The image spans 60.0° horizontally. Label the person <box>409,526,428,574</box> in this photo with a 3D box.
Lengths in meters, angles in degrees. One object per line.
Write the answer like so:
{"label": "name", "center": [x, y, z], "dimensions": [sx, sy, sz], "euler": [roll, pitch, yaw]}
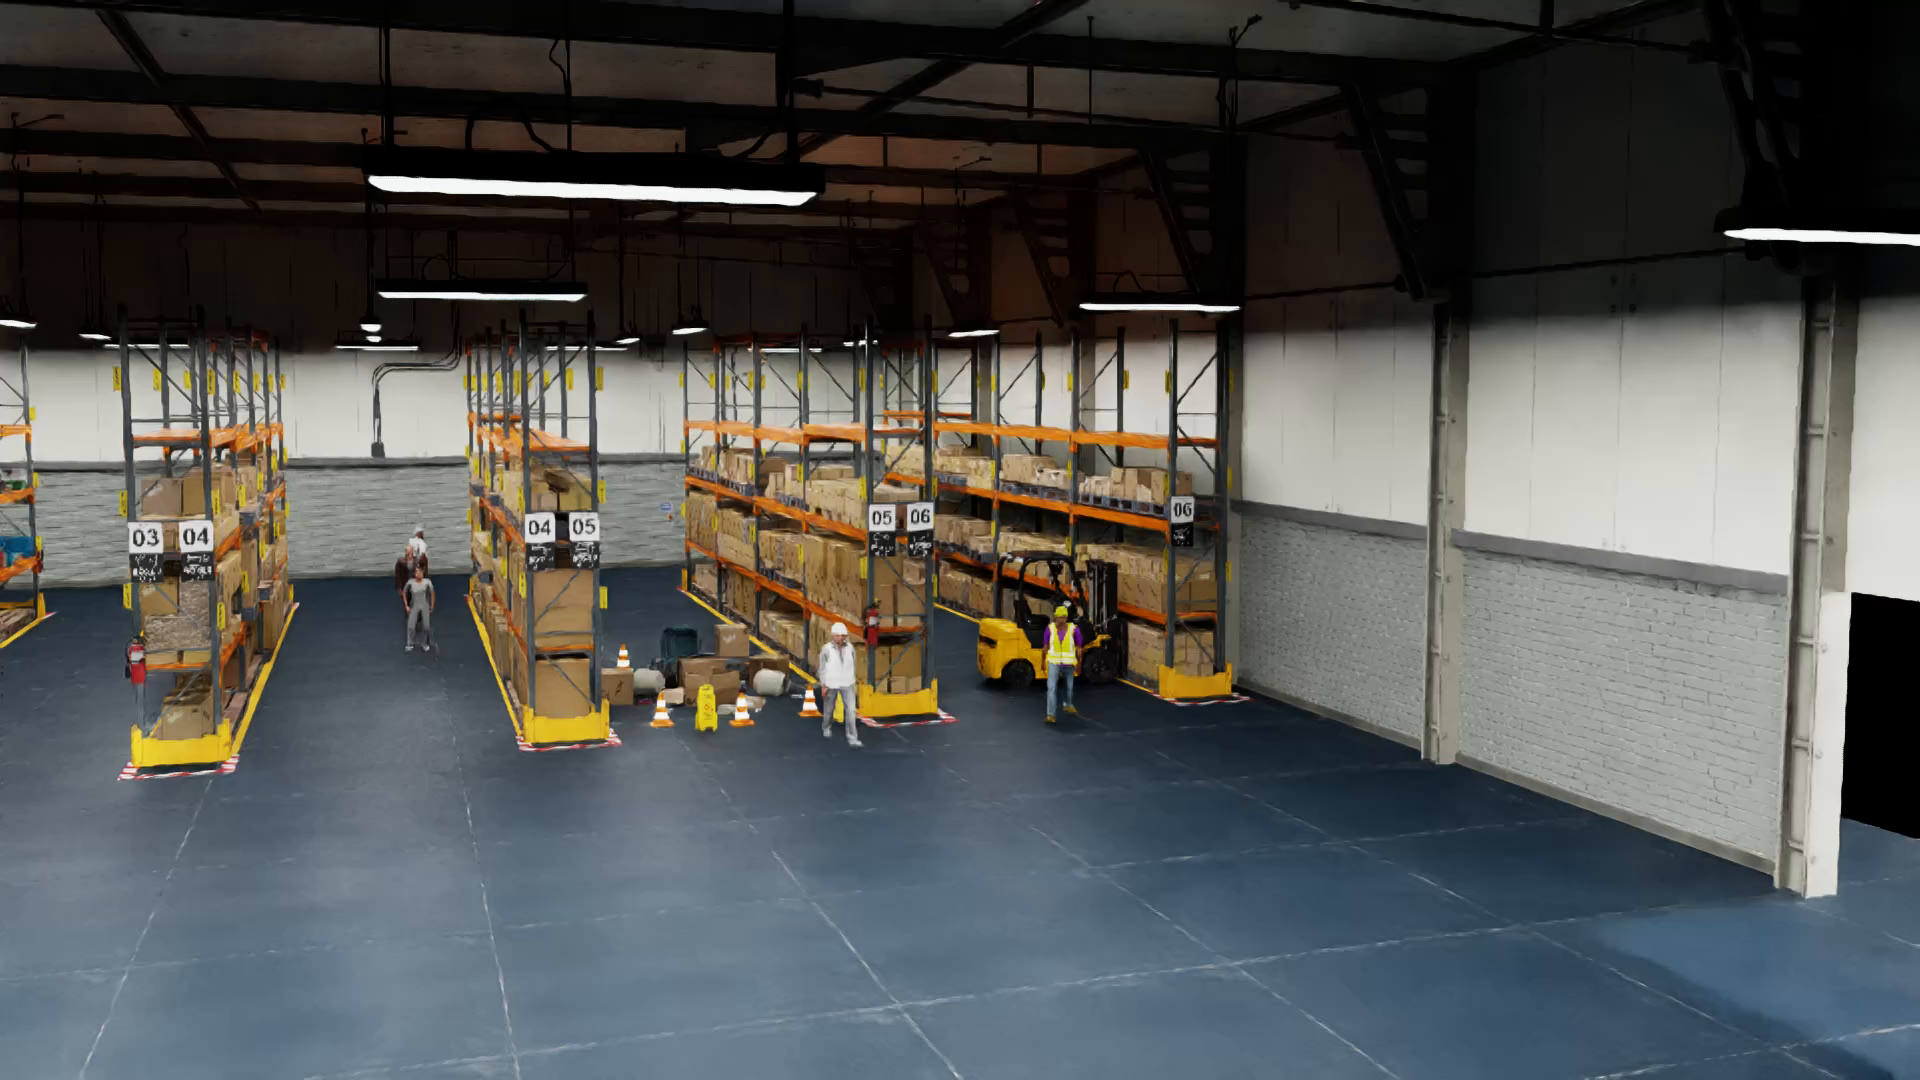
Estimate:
{"label": "person", "center": [-12.105, 0.562, 37.342], "dimensions": [0.645, 1.772, 0.464], "euler": [5, 7, 43]}

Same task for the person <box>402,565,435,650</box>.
{"label": "person", "center": [-10.098, 1.261, 31.041], "dimensions": [0.580, 1.619, 0.507], "euler": [-2, 6, -21]}

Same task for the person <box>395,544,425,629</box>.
{"label": "person", "center": [-11.172, 0.932, 33.815], "dimensions": [0.598, 1.698, 1.171], "euler": [-2, 6, -16]}

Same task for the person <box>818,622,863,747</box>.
{"label": "person", "center": [-1.688, 1.966, 22.971], "dimensions": [0.543, 1.693, 1.115], "euler": [-2, 6, -17]}

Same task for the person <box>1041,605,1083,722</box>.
{"label": "person", "center": [1.514, 1.817, 24.716], "dimensions": [0.616, 1.722, 0.972], "euler": [0, 5, 3]}
